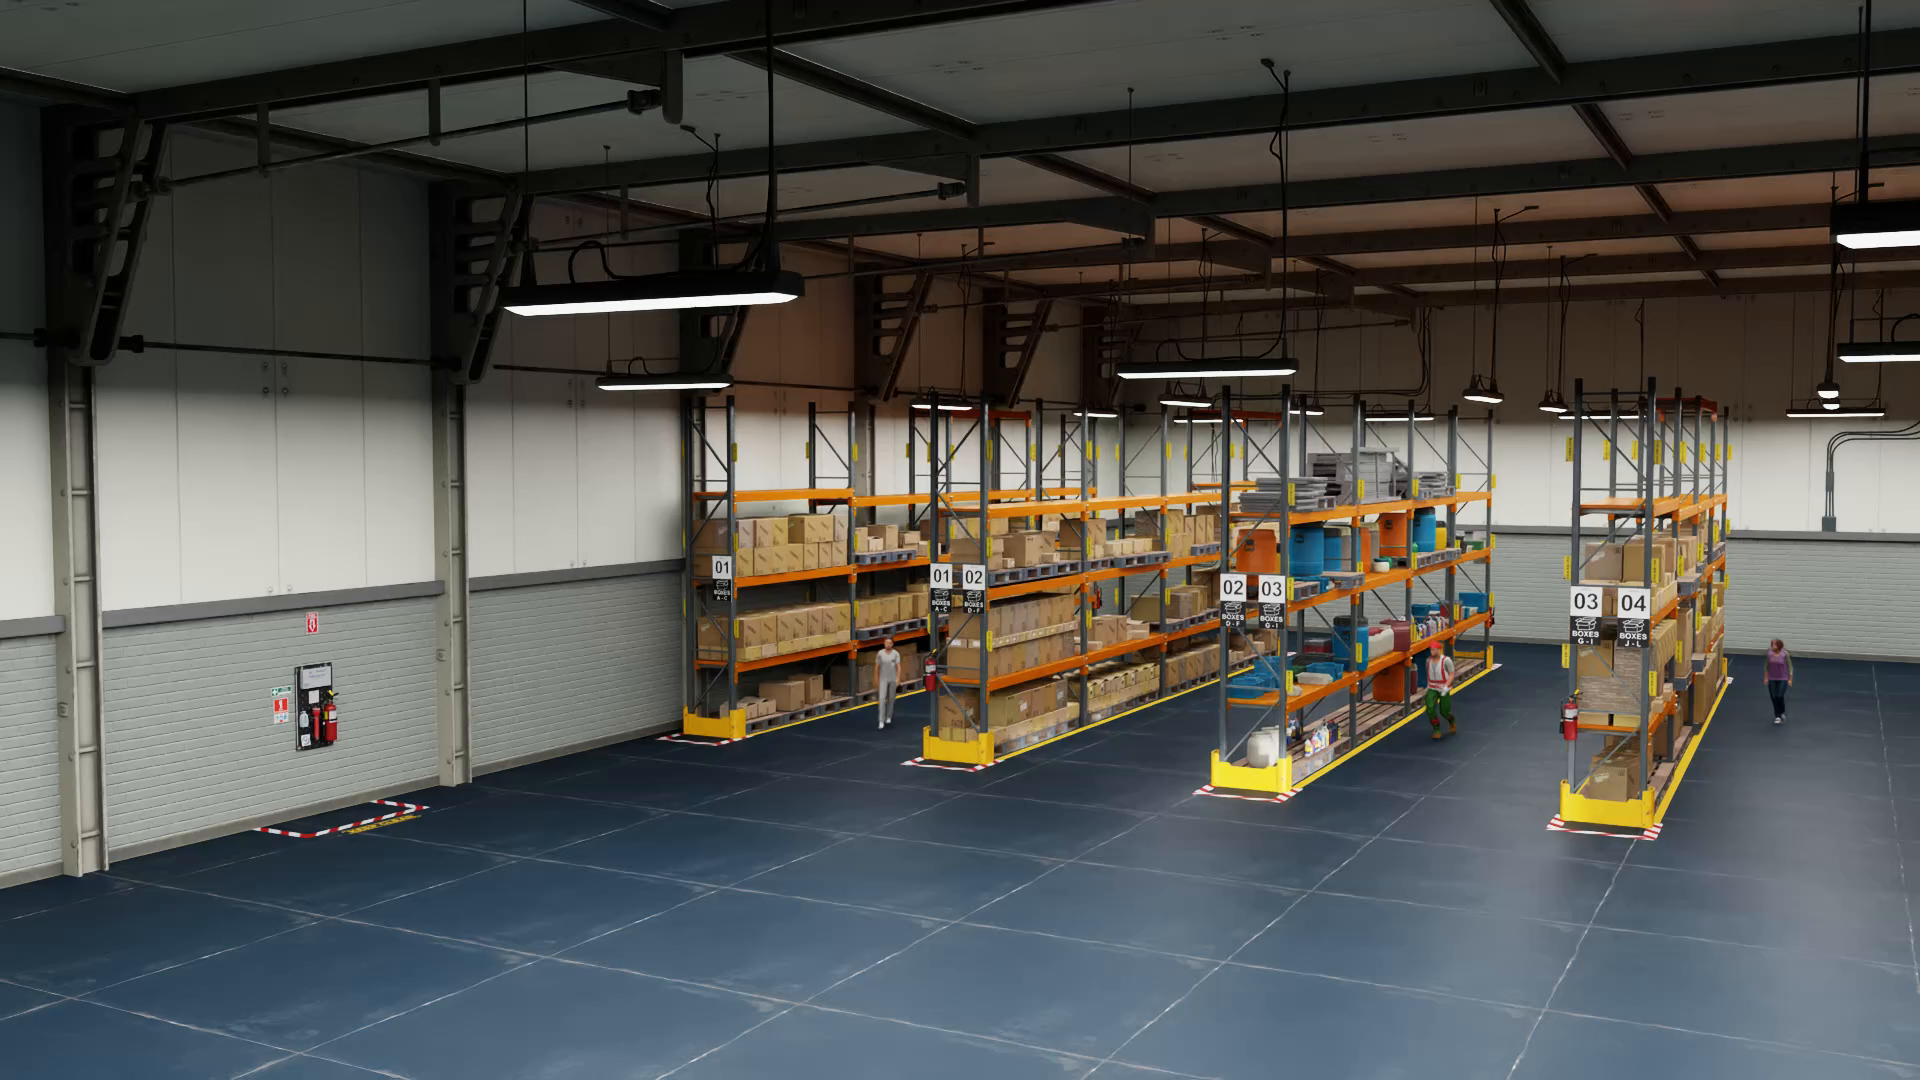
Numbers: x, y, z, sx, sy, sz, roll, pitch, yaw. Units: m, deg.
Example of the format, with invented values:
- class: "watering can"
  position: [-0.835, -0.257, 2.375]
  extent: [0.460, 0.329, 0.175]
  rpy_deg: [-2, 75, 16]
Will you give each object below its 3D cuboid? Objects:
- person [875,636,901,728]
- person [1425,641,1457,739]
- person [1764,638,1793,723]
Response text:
- class: "person"
  position: [-1.316, 2.567, 30.316]
  extent: [0.487, 1.635, 0.862]
  rpy_deg: [-1, 3, -13]
- class: "person"
  position: [8.454, 2.615, 29.315]
  extent: [0.592, 1.698, 0.796]
  rpy_deg: [3, 4, 40]
- class: "person"
  position: [15.117, 2.600, 30.733]
  extent: [0.498, 1.581, 0.416]
  rpy_deg: [3, 4, 42]
